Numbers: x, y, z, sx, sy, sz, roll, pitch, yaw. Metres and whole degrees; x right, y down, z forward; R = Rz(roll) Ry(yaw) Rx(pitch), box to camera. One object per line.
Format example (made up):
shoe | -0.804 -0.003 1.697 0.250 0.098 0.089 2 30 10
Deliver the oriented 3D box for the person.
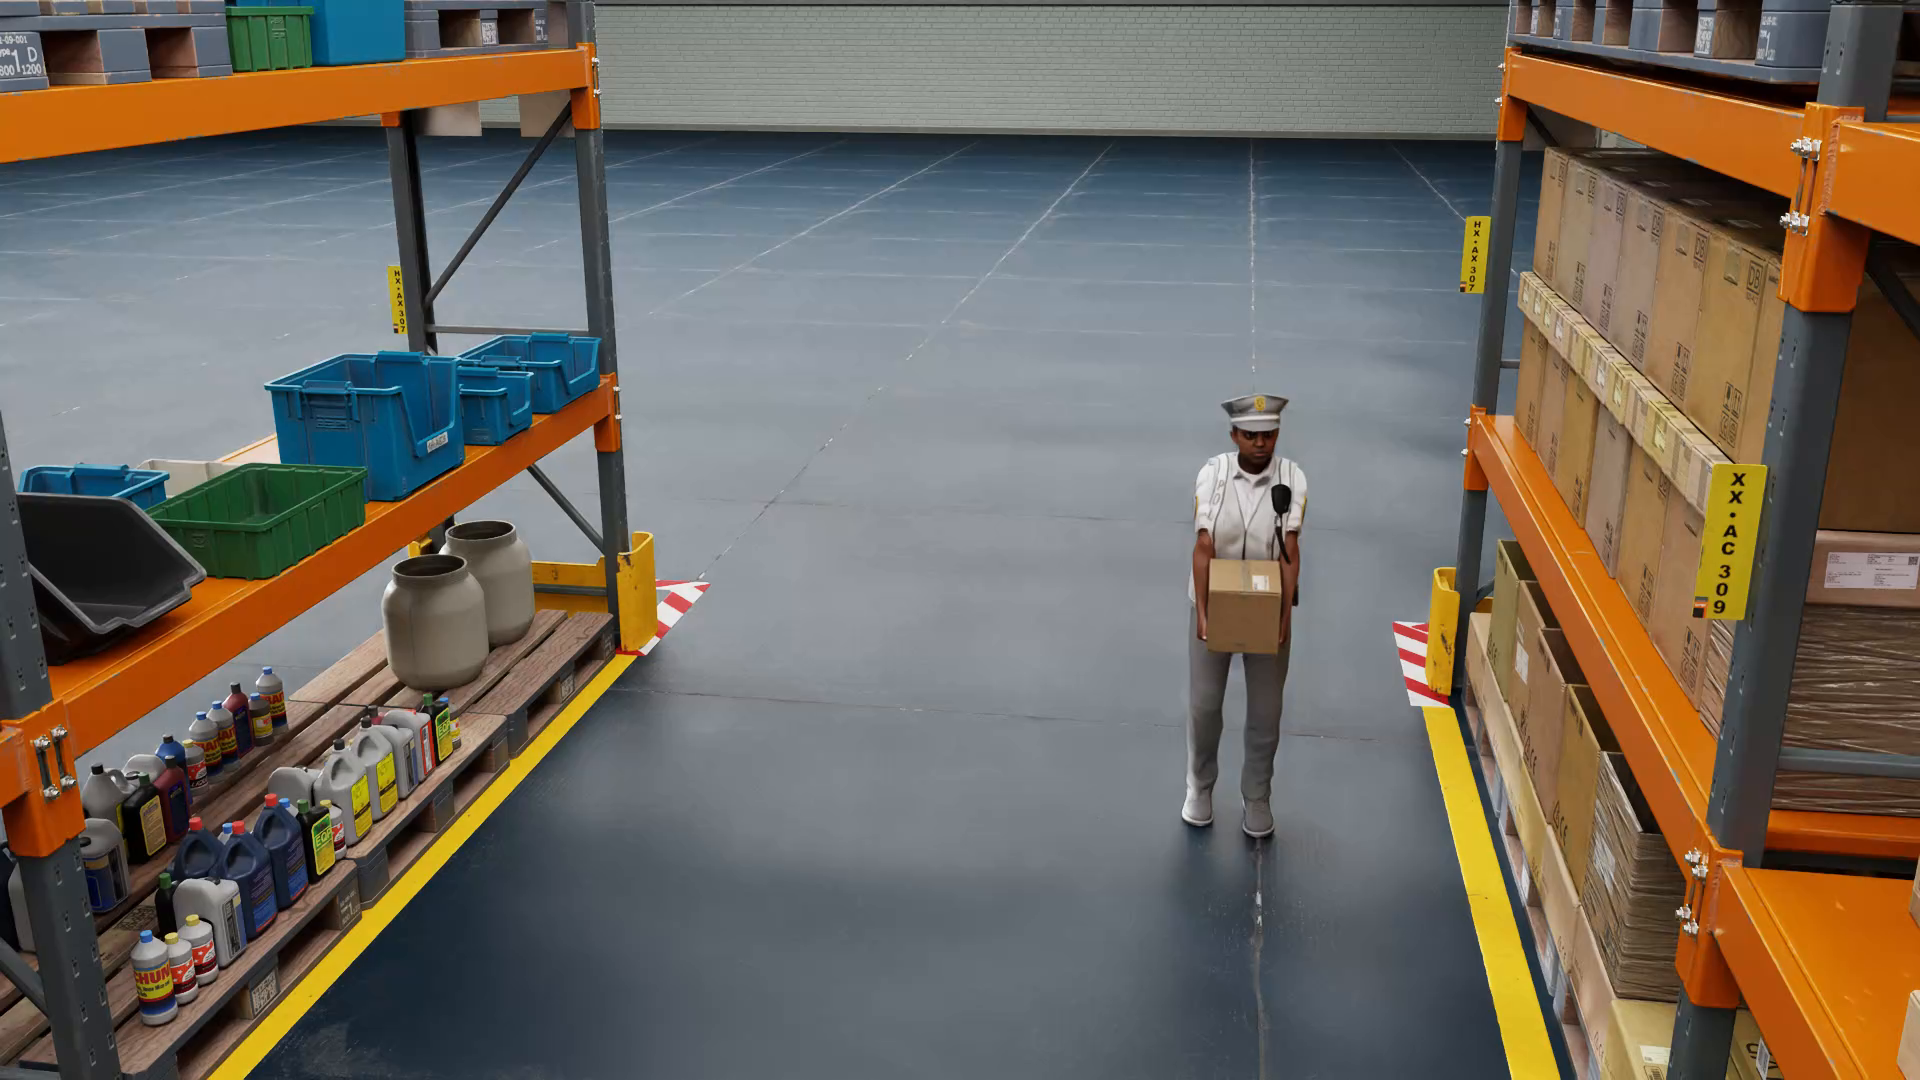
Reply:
person | 1.051 0.282 6.160 0.416 1.688 0.525 3 18 8
